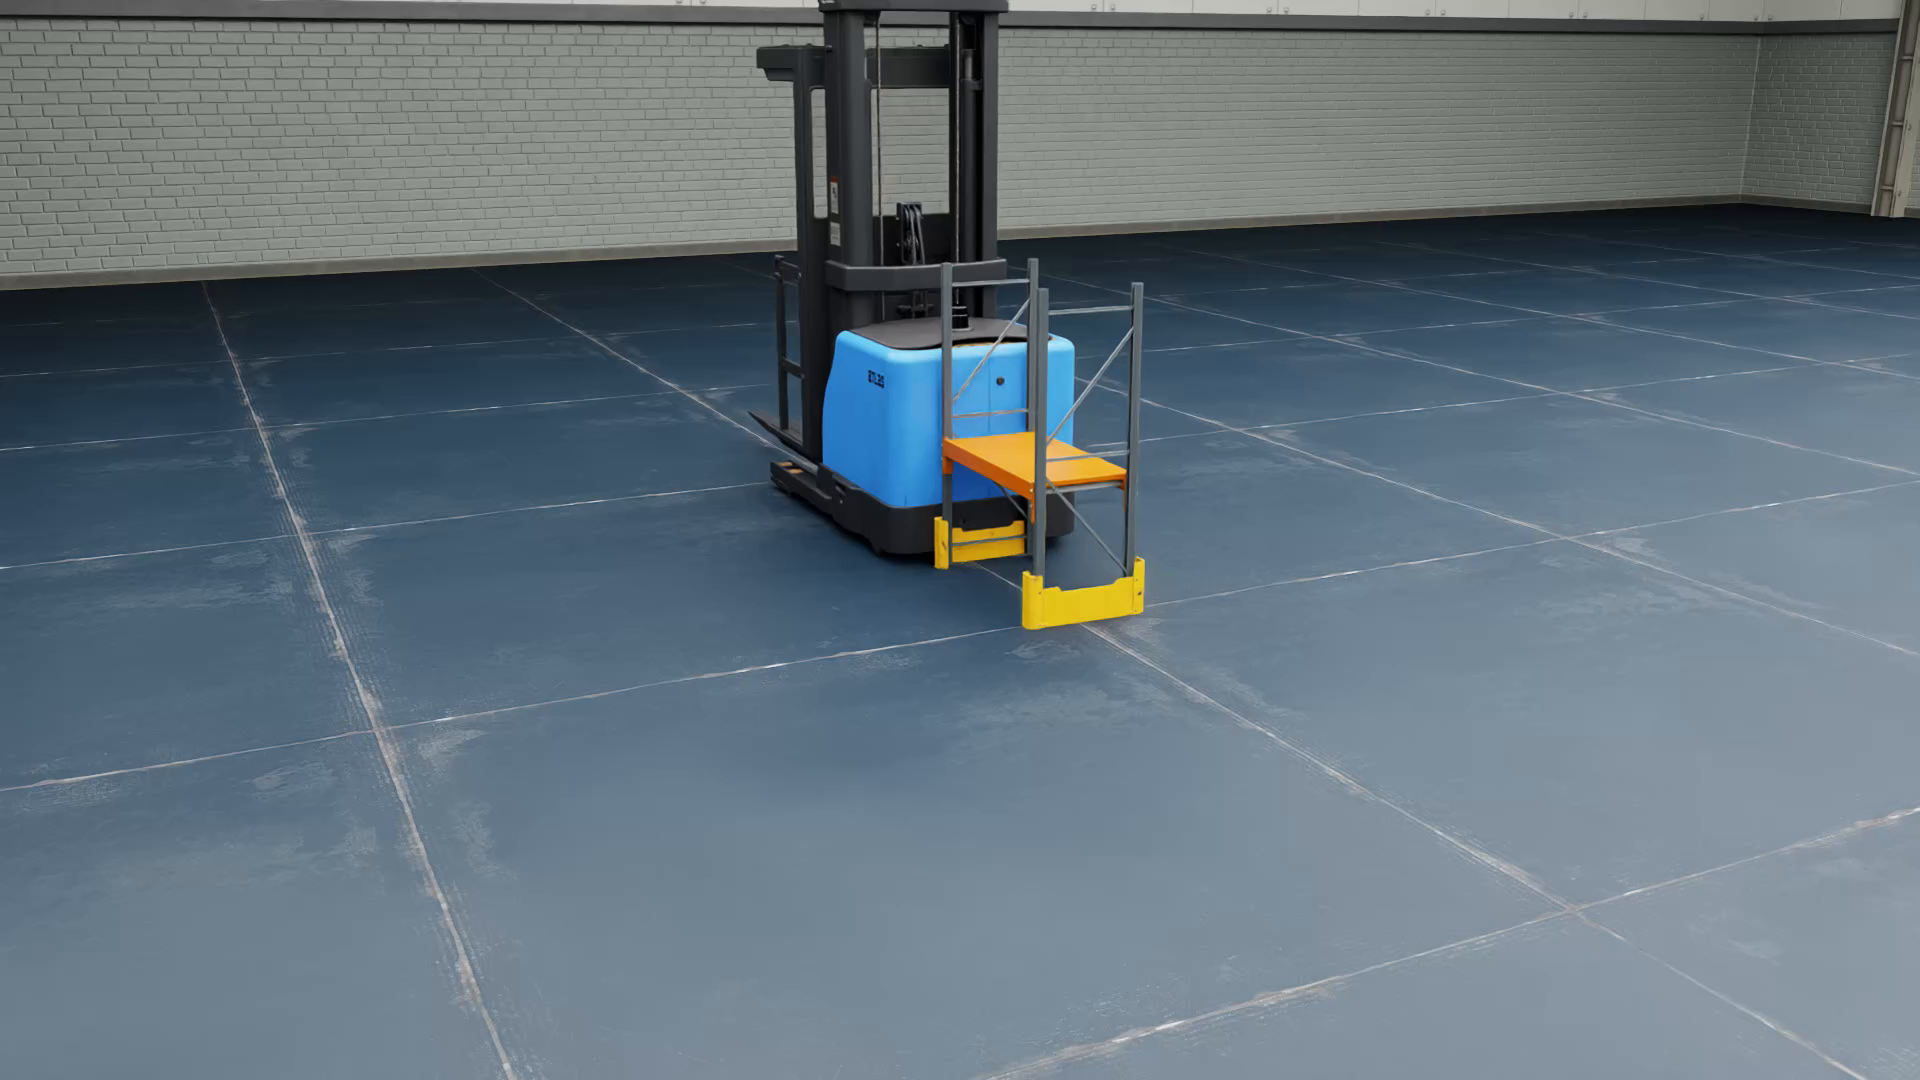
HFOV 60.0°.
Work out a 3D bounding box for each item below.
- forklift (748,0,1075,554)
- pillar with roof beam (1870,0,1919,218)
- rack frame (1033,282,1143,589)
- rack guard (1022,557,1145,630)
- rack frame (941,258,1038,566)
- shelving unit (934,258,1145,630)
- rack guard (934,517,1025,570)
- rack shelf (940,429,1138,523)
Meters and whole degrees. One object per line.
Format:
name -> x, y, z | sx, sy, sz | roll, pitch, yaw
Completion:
forklift -> -0.465, -1.698, 9.354 | 1.130, 2.935, 3.031 | -7, 17, -23
pillar with roof beam -> 11.315, -9.108, 24.176 | 9.100, 9.000, 0.400 | -8, 18, -25
rack frame -> 0.557, -0.362, 7.294 | 0.500, 1.500, 0.032 | -7, 17, -23
rack guard -> 0.556, 0.238, 7.467 | 0.587, 0.250, 0.087 | -7, 17, -23
rack frame -> 0.145, -0.619, 8.187 | 0.500, 1.500, 0.032 | -7, 17, -23
shelving unit -> 0.354, -0.488, 7.732 | 0.587, 1.500, 1.083 | -7, 17, -23
rack guard -> 0.153, -0.013, 8.342 | 0.587, 0.250, 0.087 | -7, 17, -23
rack shelf -> 0.351, -0.317, 7.790 | 0.538, 0.185, 1.000 | -7, 17, -23
